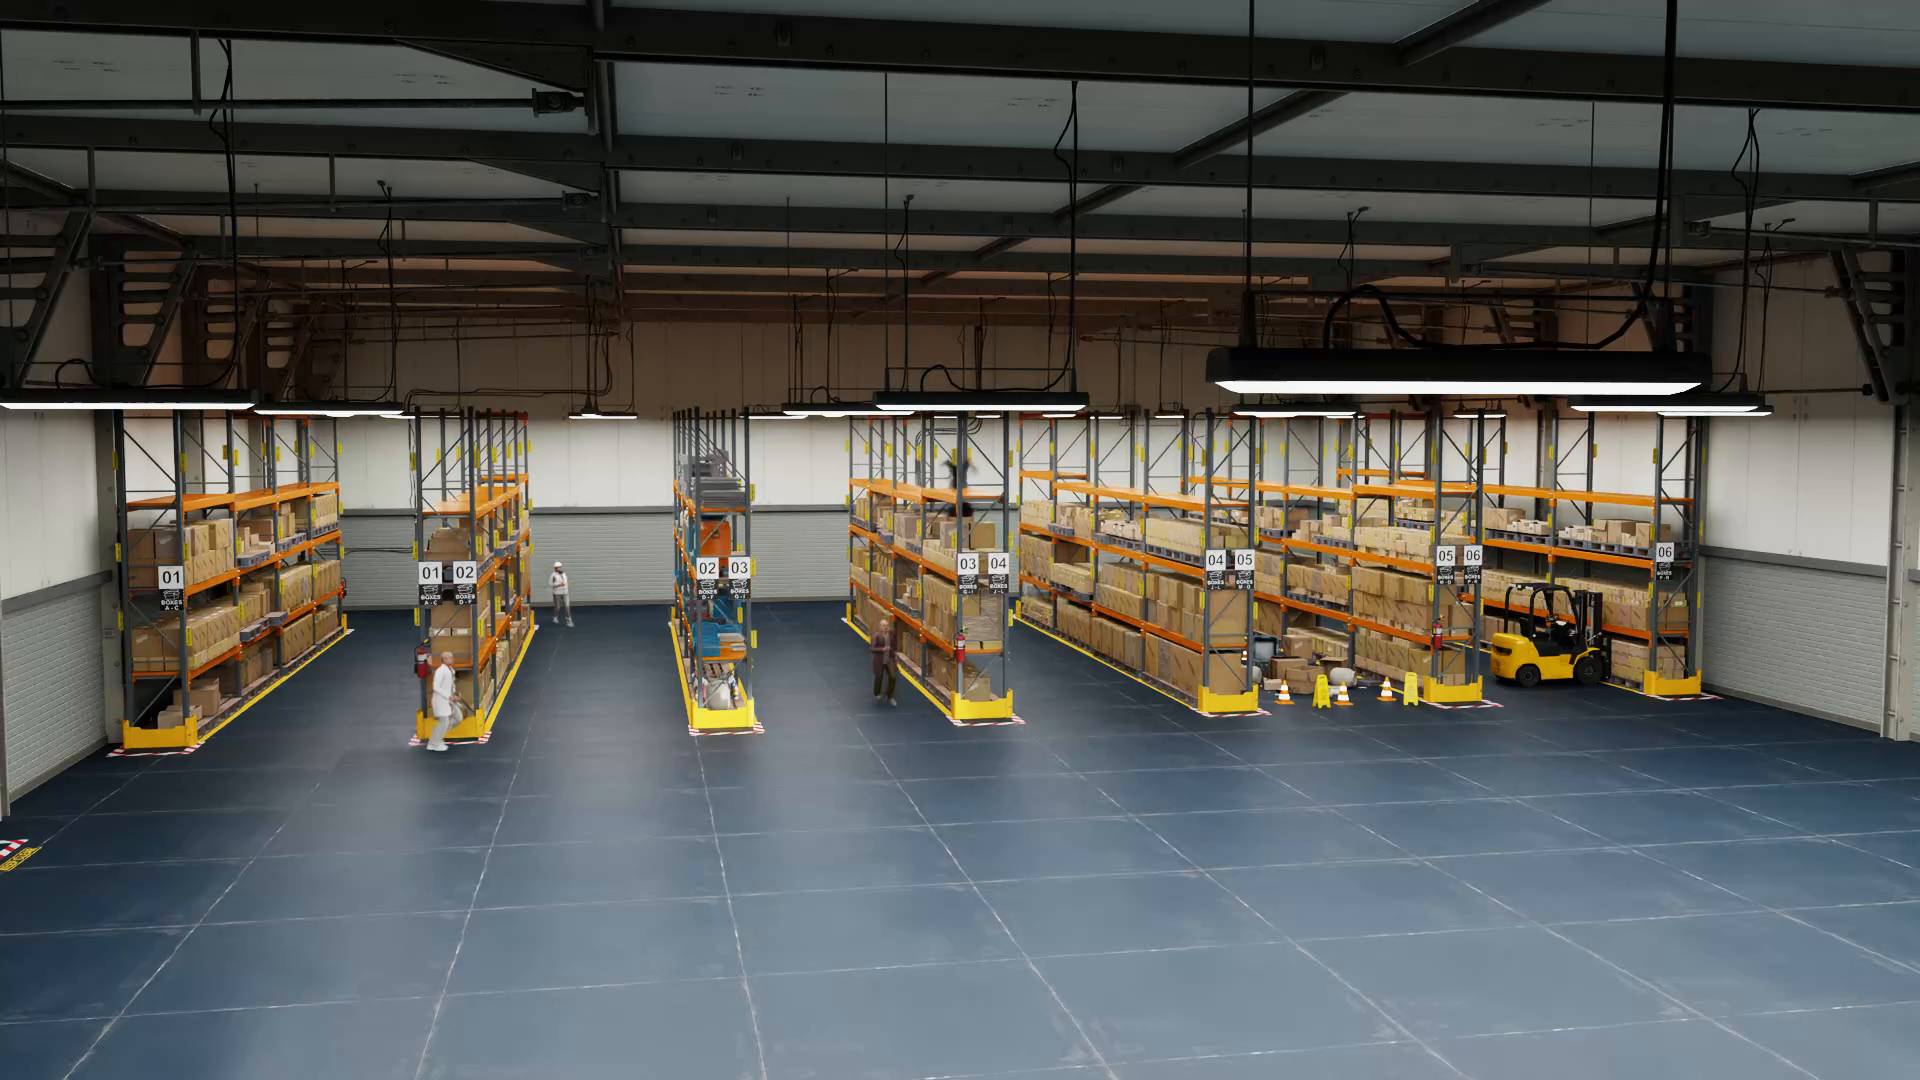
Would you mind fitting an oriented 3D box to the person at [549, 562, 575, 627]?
[{"bbox_3d":[-11.211,1.520,46.572,0.674,1.807,0.909,-4,5,-41],"label":"person"}]

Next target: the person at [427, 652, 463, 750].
[{"bbox_3d":[-8.980,2.803,28.982,0.656,1.723,0.676,1,4,8],"label":"person"}]

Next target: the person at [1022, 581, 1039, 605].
[{"bbox_3d":[2.195,1.382,49.813,0.816,1.662,0.644,-1,4,-20],"label":"person"}]

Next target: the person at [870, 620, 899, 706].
[{"bbox_3d":[-1.547,2.455,33.540,0.628,1.736,1.048,-1,4,-16],"label":"person"}]

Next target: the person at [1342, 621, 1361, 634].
[{"bbox_3d":[10.049,1.880,42.553,0.562,1.640,0.954,-1,4,-14],"label":"person"}]
